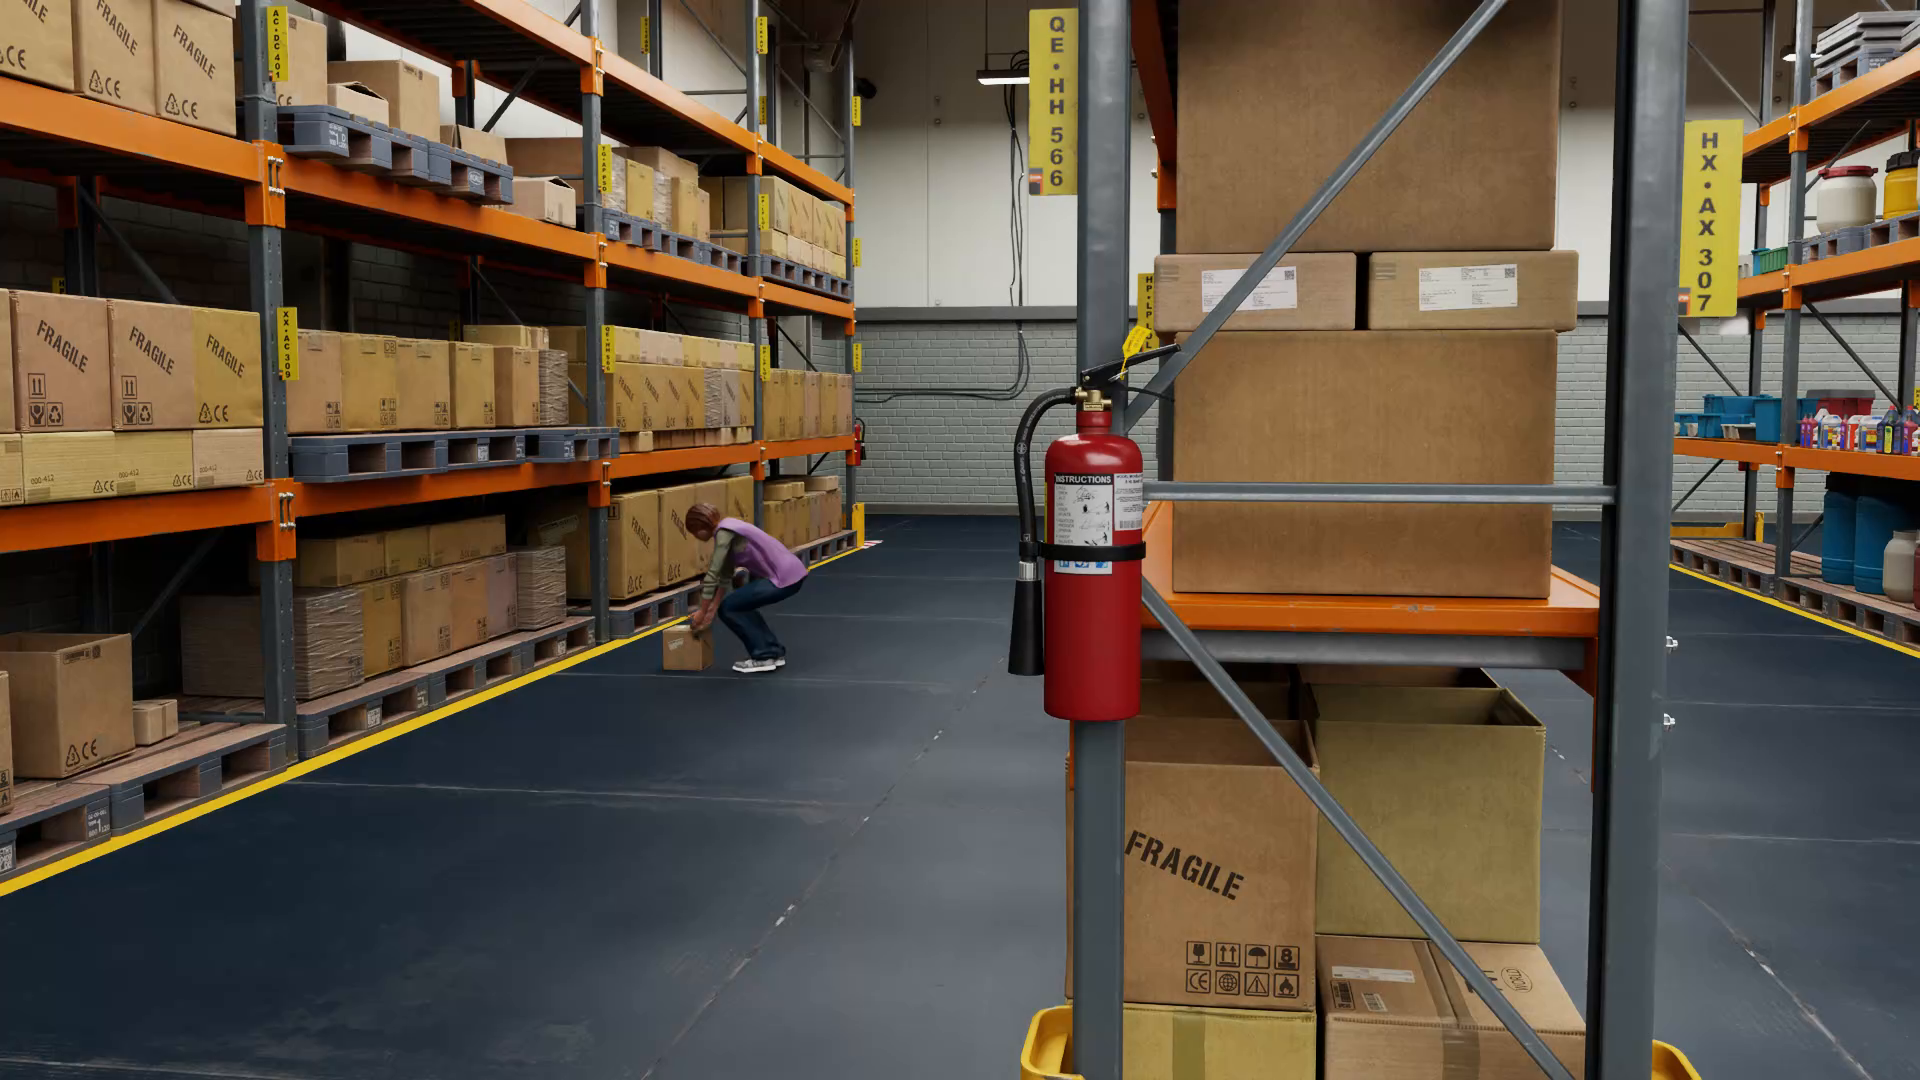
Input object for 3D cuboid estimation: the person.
[{"bbox_3d":[-1.339,0.295,10.405,0.762,1.048,0.459,1,5,9],"label":"person"}]
